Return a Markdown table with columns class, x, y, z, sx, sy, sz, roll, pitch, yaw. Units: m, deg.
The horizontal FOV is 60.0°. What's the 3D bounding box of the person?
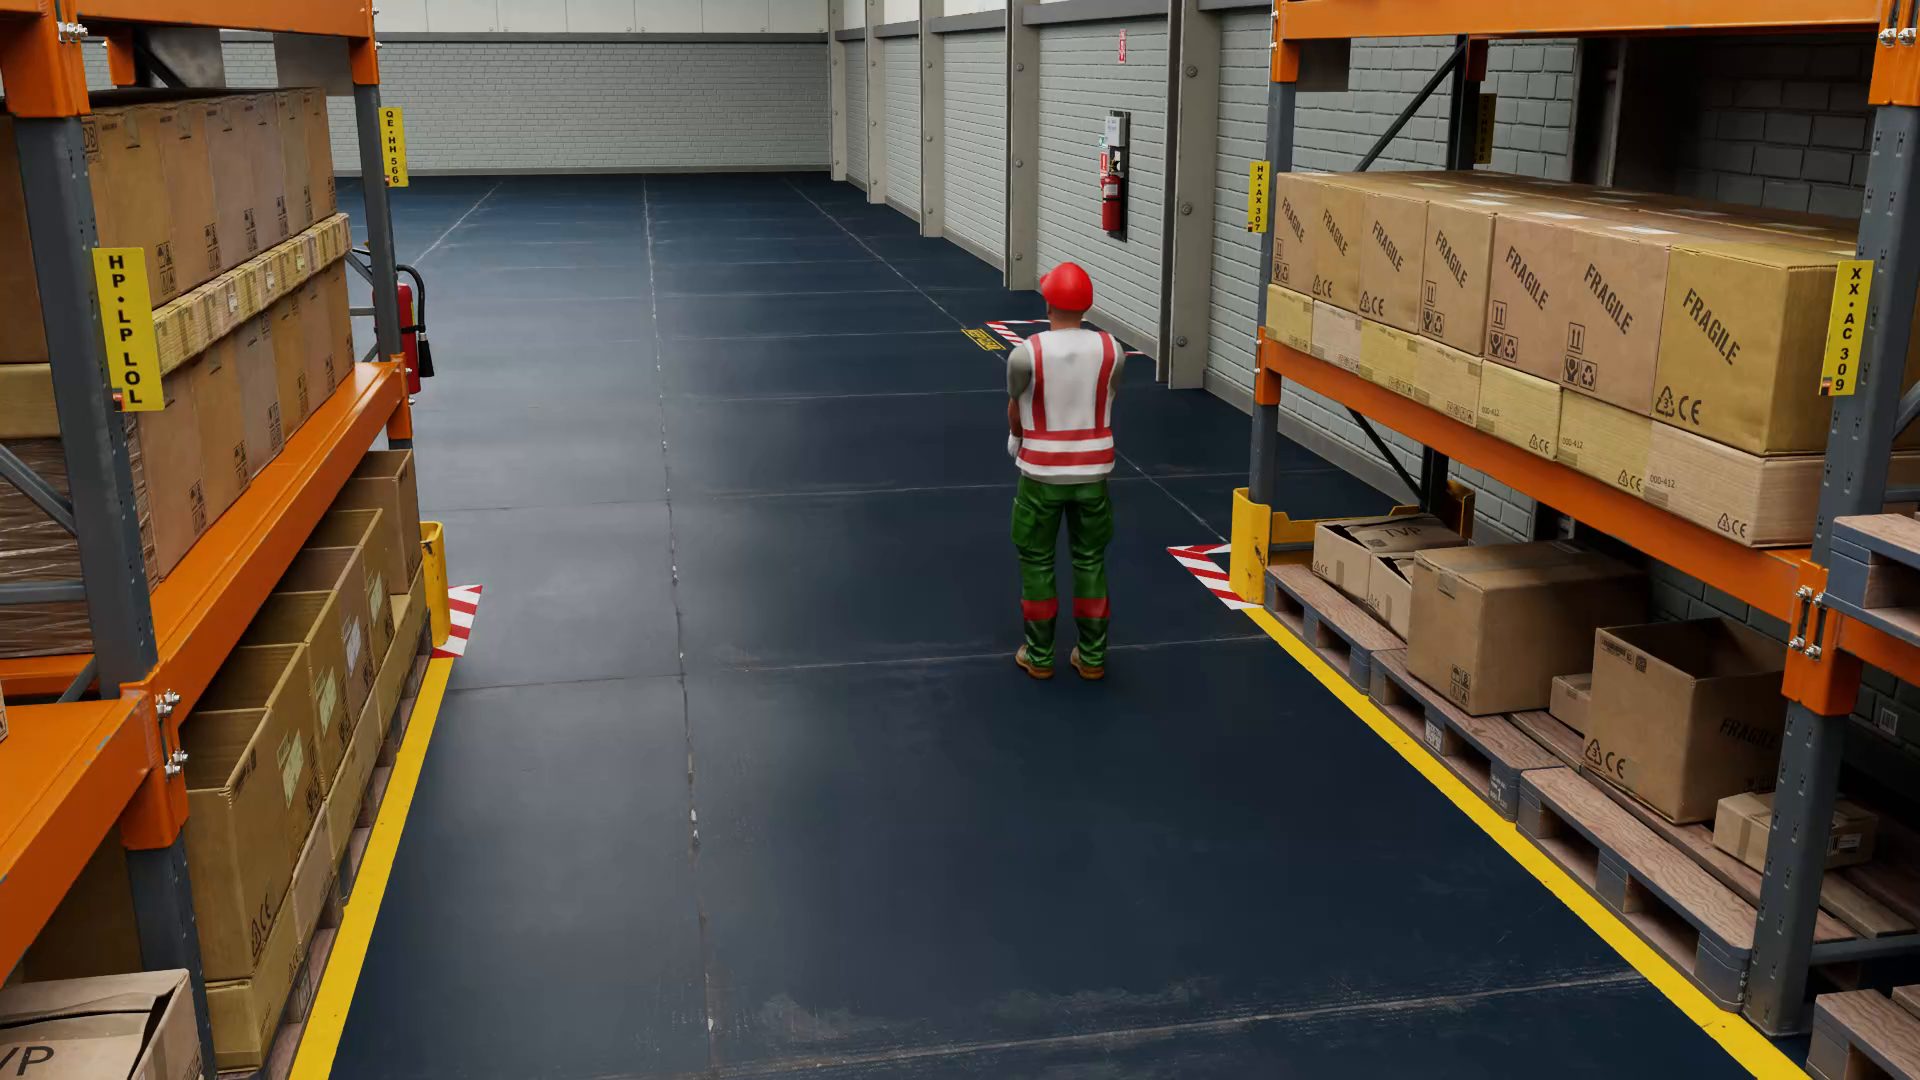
| class | x | y | z | sx | sy | sz | roll | pitch | yaw |
| --- | --- | --- | --- | --- | --- | --- | --- | --- | --- |
| person | 0.408 | -0.297 | 7.028 | 0.494 | 1.782 | 0.573 | -3 | 16 | -10 |
